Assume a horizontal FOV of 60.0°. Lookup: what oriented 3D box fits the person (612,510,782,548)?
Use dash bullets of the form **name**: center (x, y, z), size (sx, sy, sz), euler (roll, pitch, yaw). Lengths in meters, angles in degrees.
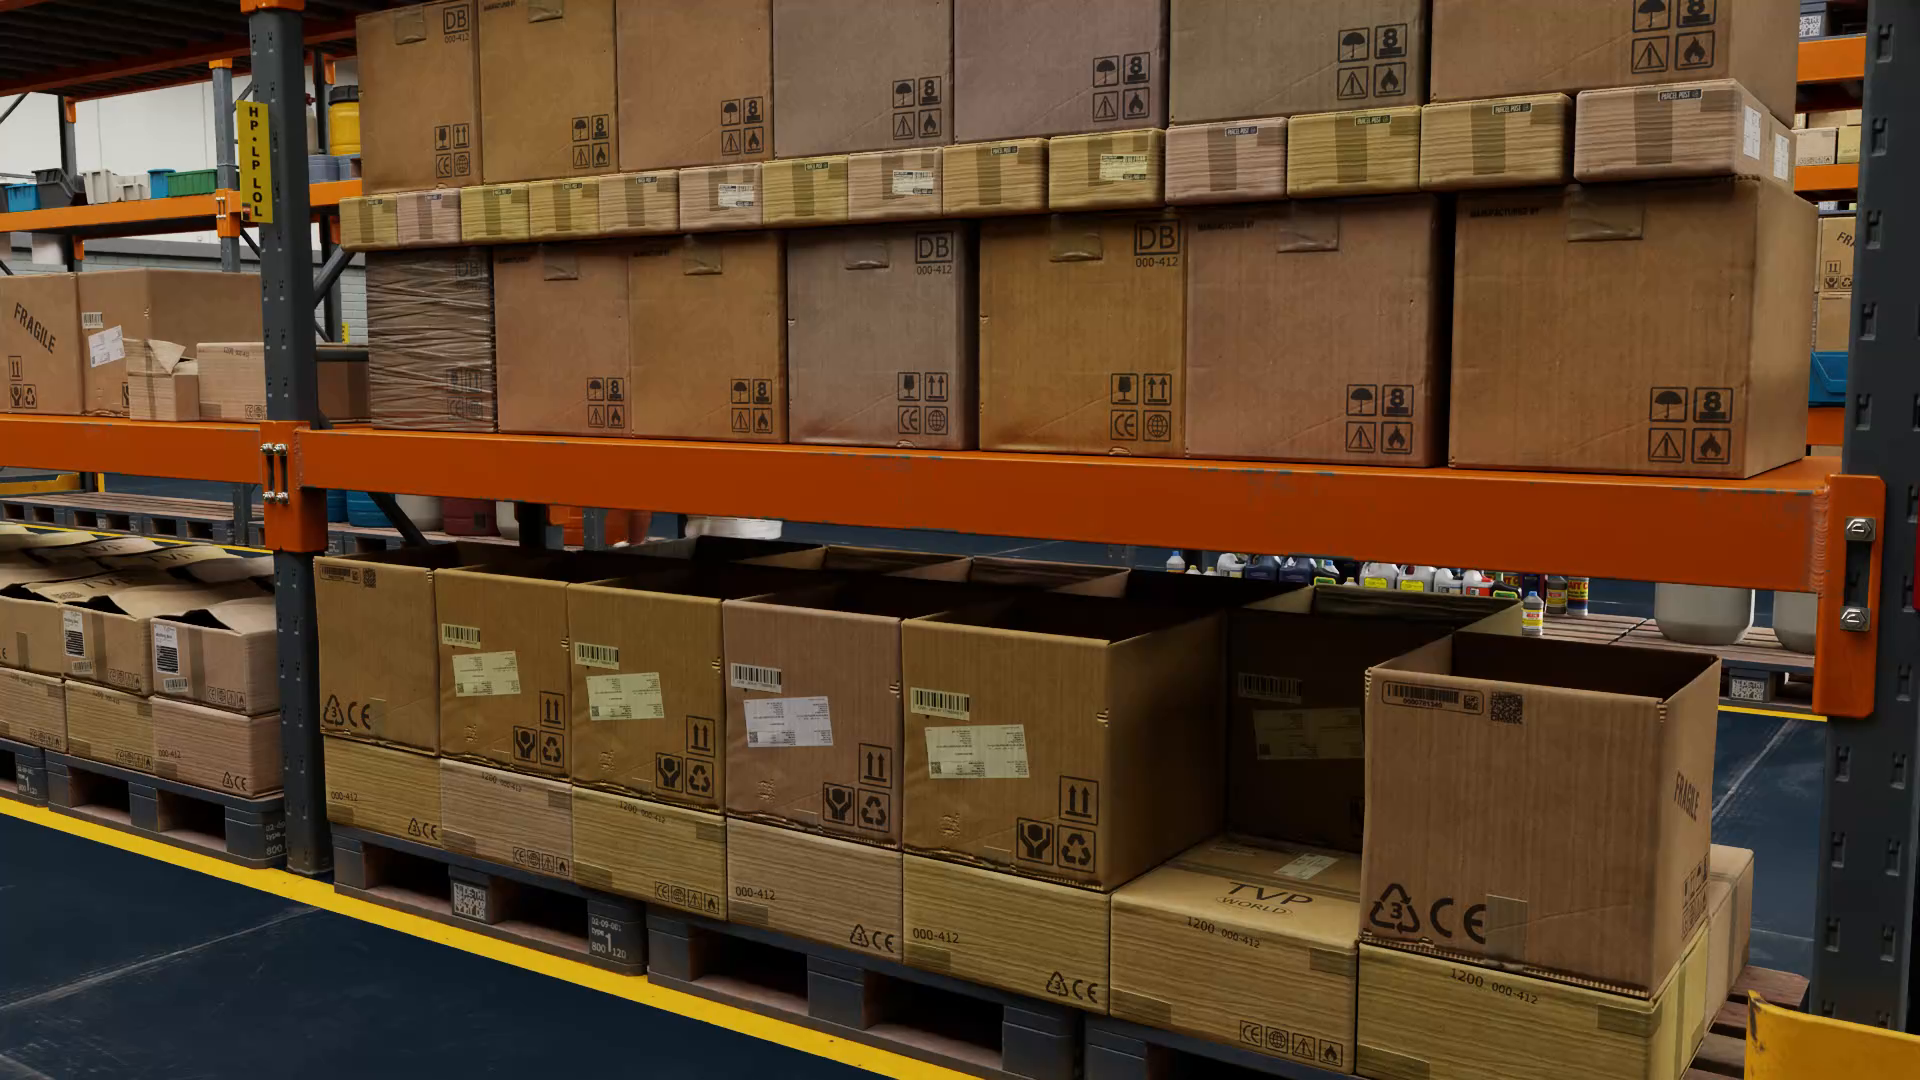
- **person**: center (-1.055, 0.016, 6.550), size (0.668, 1.555, 0.577), euler (4, 7, 33)
